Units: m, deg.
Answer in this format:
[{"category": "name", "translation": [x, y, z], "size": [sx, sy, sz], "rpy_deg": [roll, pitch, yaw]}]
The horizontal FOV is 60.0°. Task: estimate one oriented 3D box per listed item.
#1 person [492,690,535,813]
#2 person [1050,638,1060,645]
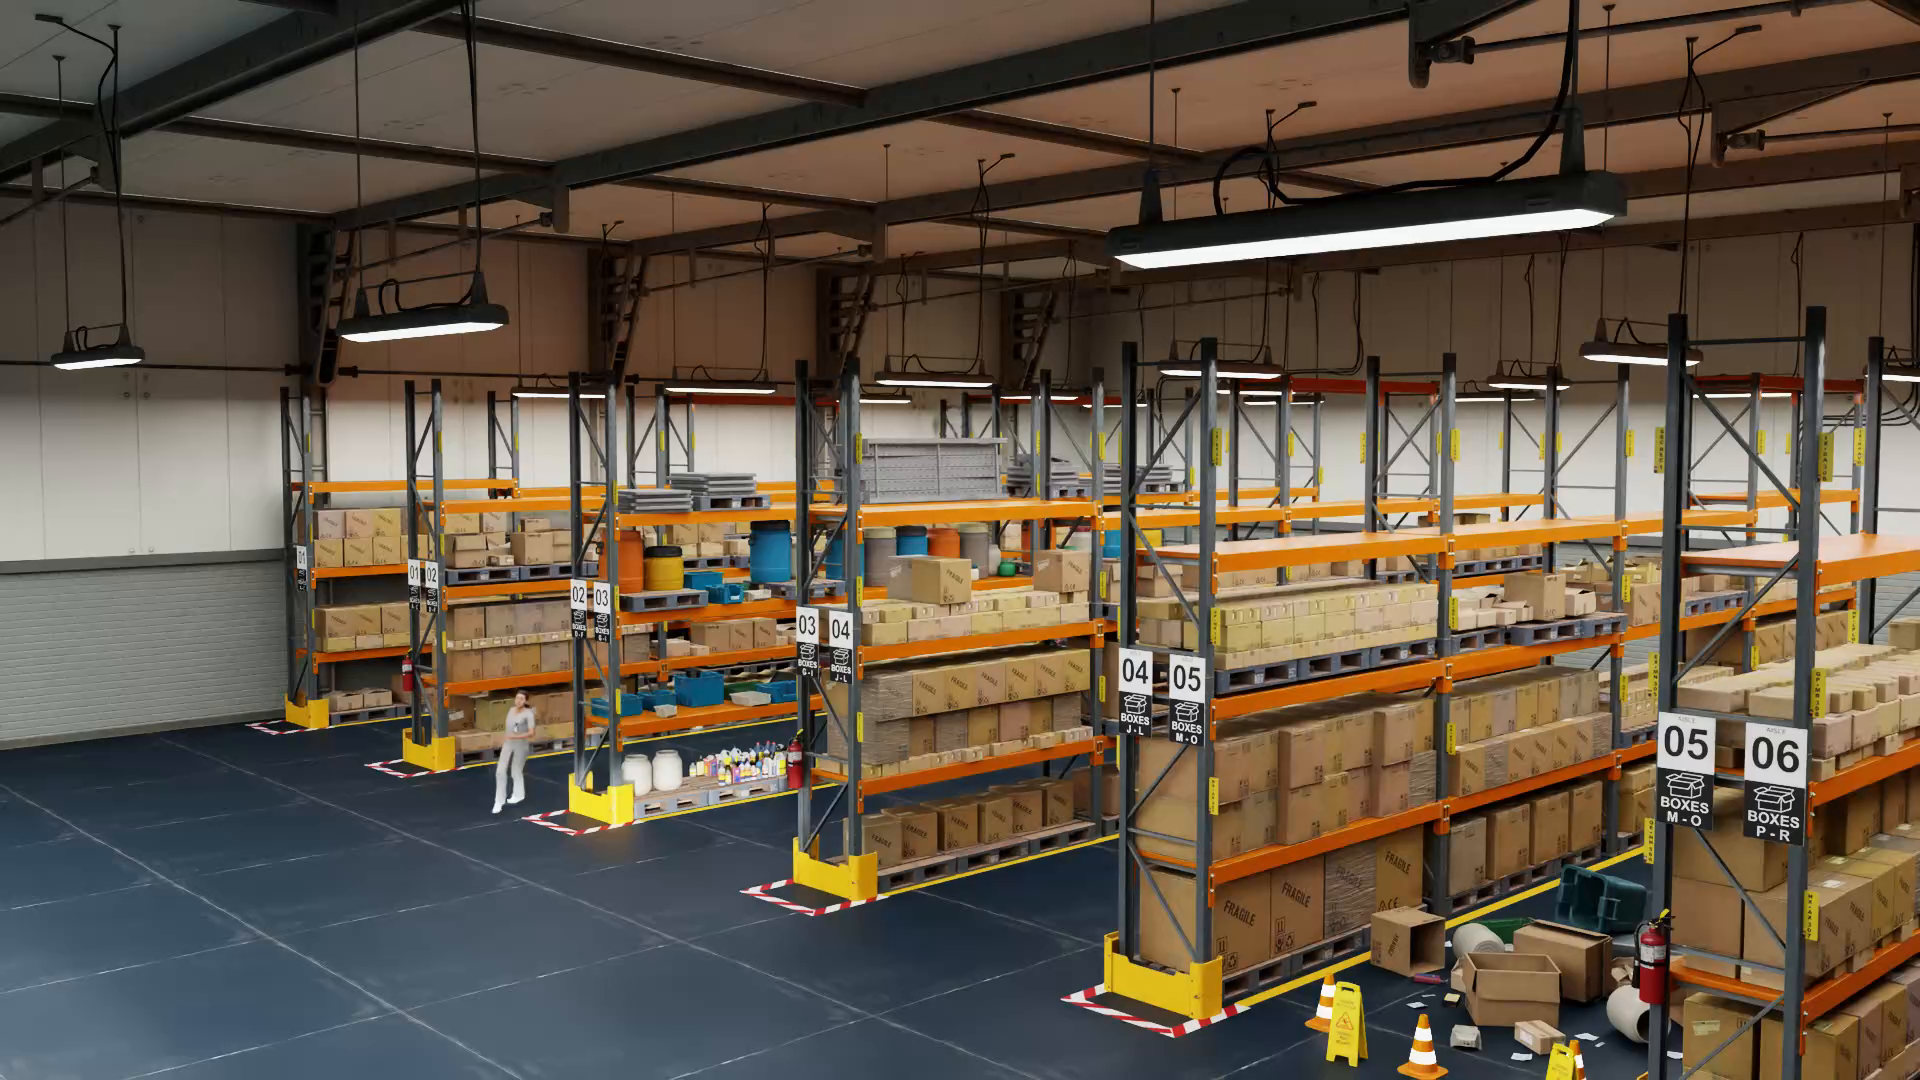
[{"category": "person", "translation": [-6.064, 2.890, 22.847], "size": [0.576, 1.701, 0.673], "rpy_deg": [1, 4, 12]}, {"category": "person", "translation": [1.834, 2.210, 32.640], "size": [0.659, 1.742, 0.708], "rpy_deg": [3, 5, 39]}]
